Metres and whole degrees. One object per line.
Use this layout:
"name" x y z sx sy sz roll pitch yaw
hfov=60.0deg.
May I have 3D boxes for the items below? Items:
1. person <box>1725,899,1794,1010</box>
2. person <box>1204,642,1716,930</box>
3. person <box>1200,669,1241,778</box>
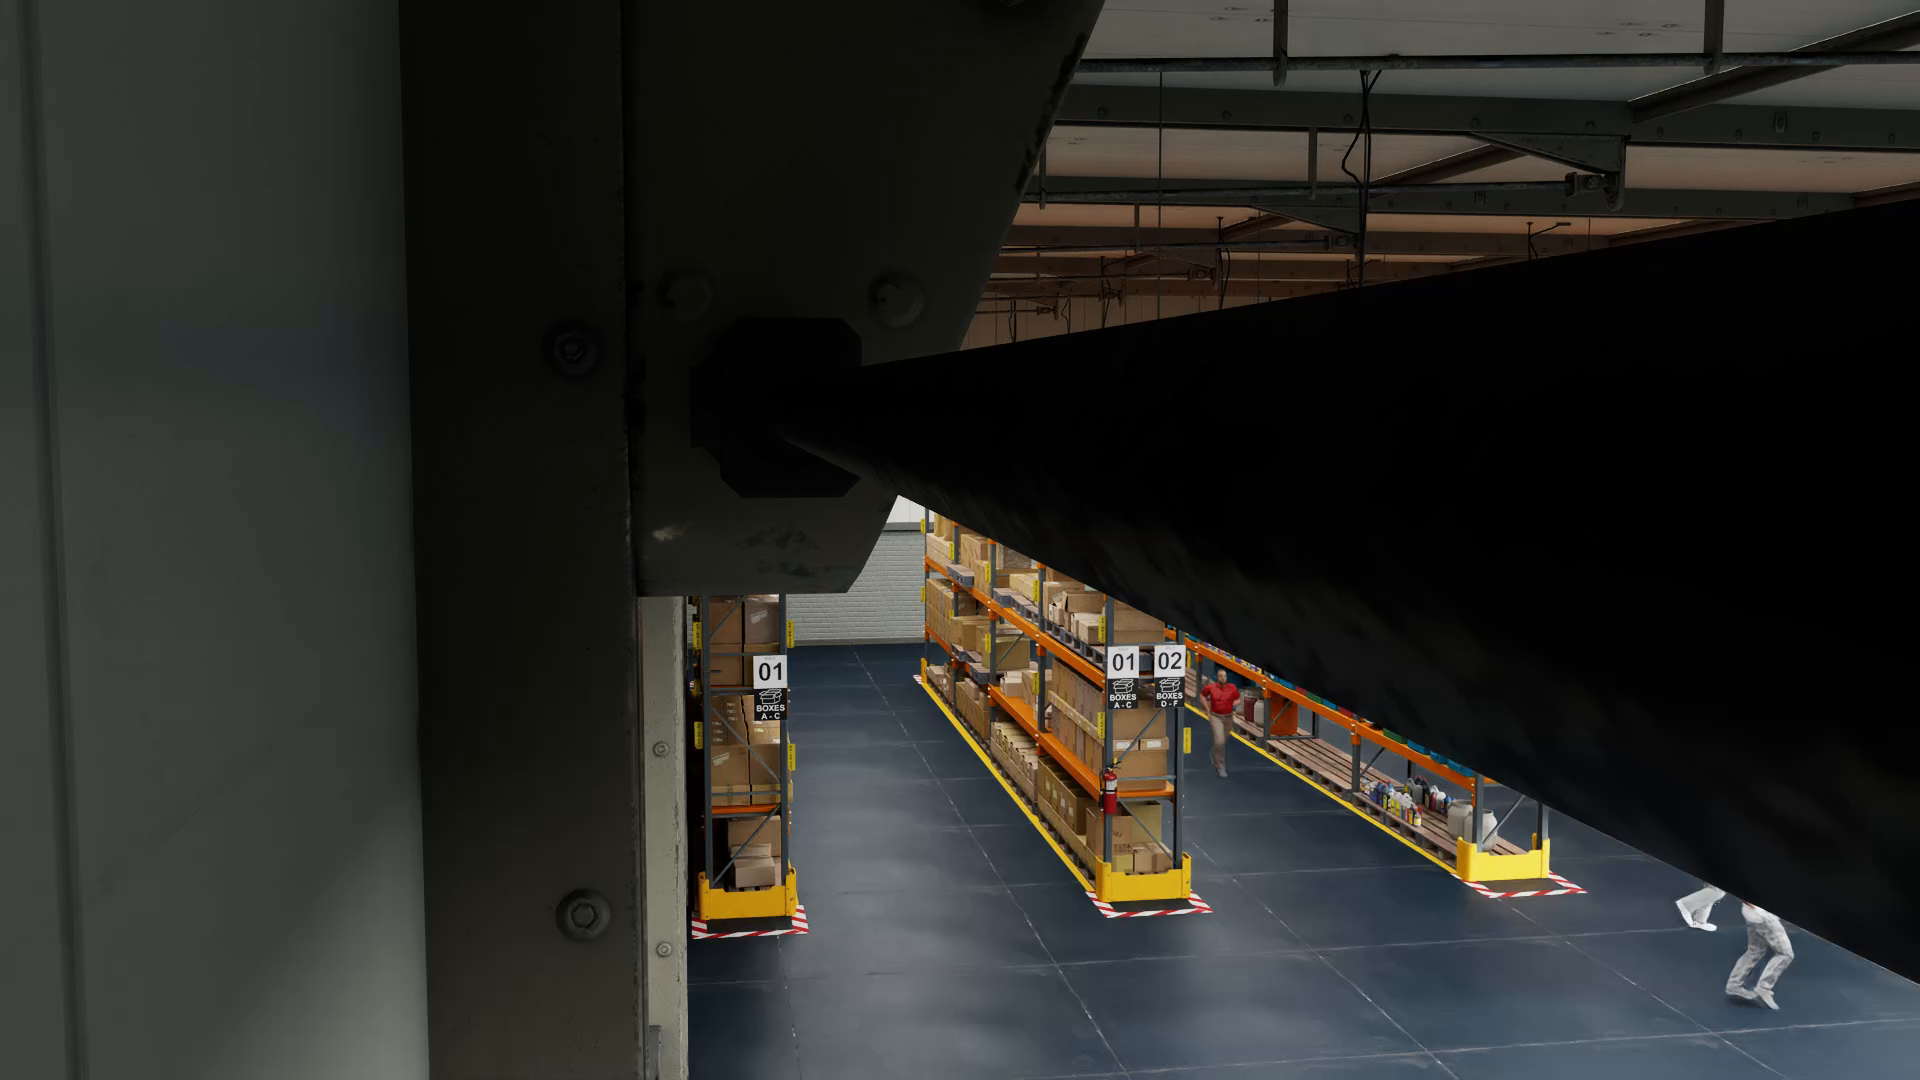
"person" 16.909 2.453 24.029 13.735 3.579 18.496 1 5 15
"person" 6.908 3.211 26.248 9.122 1.640 11.314 2 5 23
"person" 4.382 3.032 27.796 0.636 1.778 0.884 -1 5 -13
